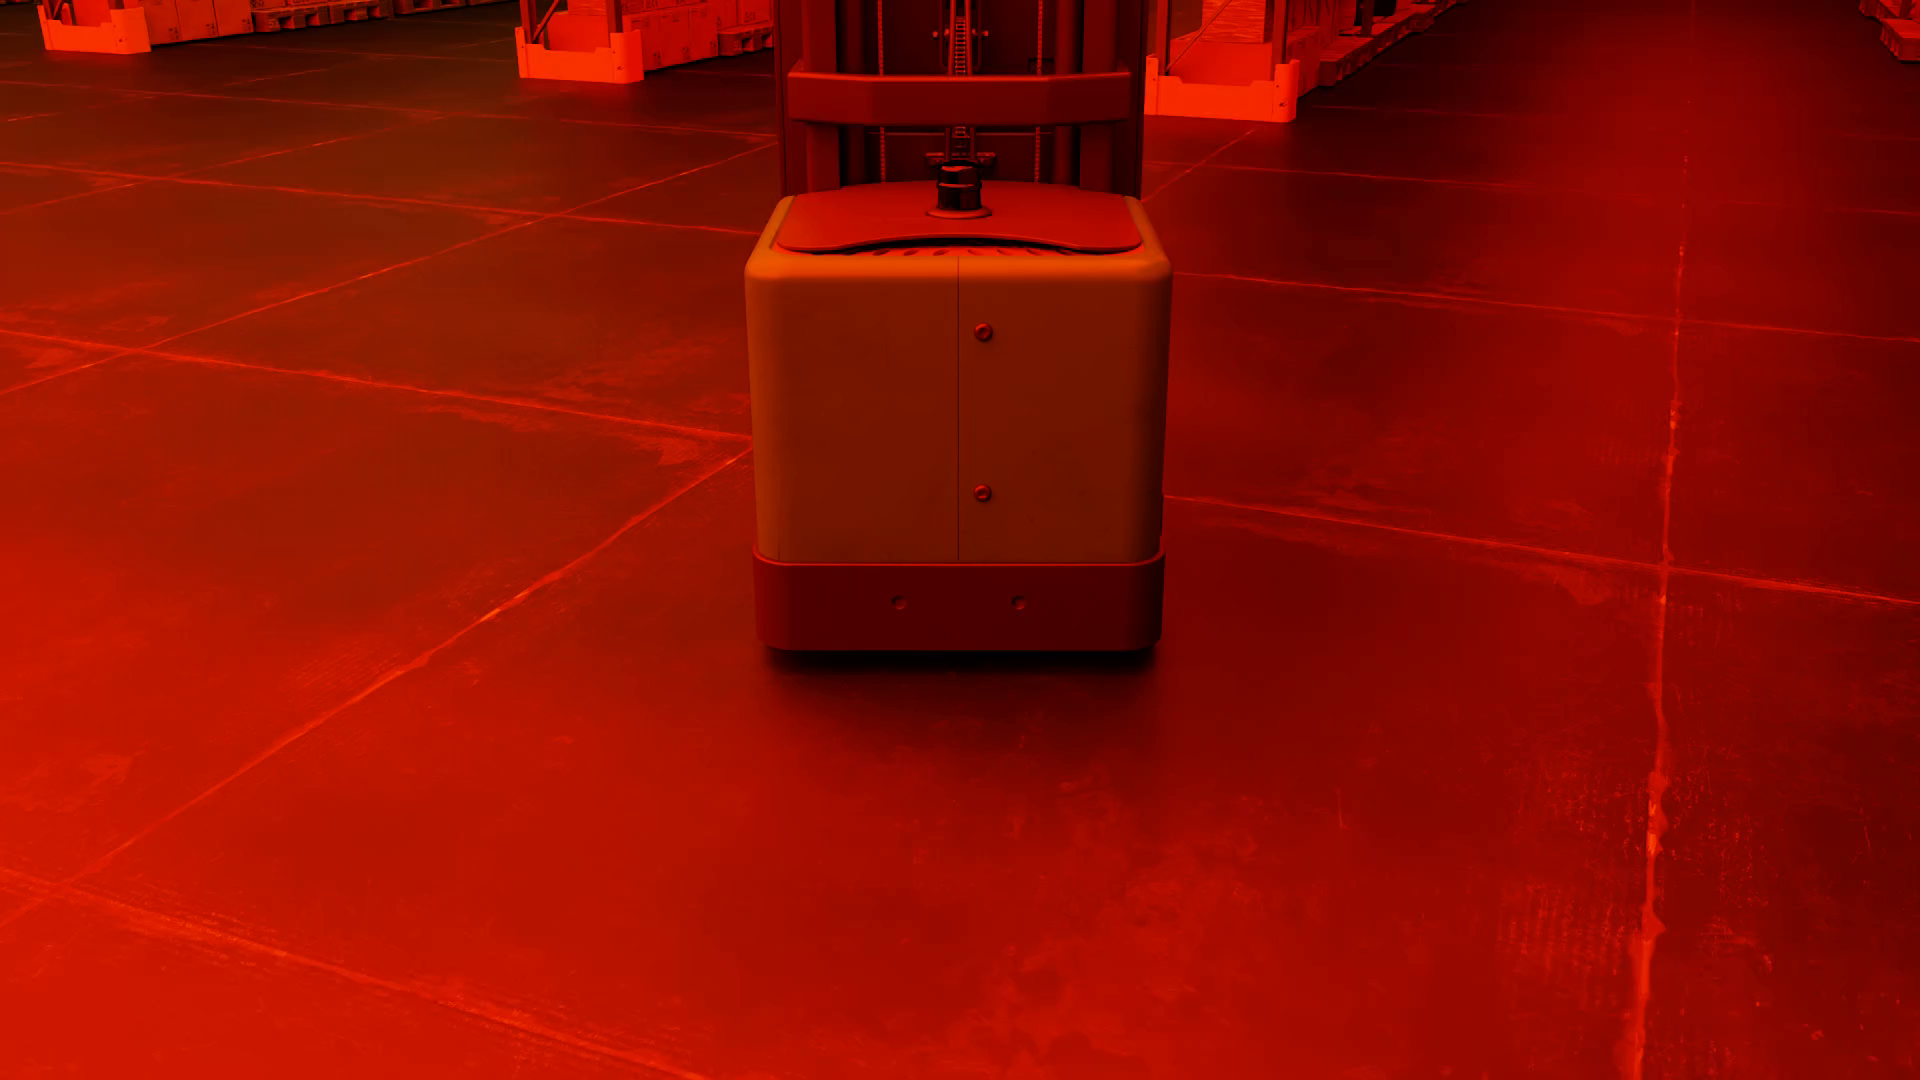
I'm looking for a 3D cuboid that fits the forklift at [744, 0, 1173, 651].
[{"bbox_3d":[0.002,-1.587,5.089,1.130,2.935,3.031,0,23,0],"label":"forklift"}]
